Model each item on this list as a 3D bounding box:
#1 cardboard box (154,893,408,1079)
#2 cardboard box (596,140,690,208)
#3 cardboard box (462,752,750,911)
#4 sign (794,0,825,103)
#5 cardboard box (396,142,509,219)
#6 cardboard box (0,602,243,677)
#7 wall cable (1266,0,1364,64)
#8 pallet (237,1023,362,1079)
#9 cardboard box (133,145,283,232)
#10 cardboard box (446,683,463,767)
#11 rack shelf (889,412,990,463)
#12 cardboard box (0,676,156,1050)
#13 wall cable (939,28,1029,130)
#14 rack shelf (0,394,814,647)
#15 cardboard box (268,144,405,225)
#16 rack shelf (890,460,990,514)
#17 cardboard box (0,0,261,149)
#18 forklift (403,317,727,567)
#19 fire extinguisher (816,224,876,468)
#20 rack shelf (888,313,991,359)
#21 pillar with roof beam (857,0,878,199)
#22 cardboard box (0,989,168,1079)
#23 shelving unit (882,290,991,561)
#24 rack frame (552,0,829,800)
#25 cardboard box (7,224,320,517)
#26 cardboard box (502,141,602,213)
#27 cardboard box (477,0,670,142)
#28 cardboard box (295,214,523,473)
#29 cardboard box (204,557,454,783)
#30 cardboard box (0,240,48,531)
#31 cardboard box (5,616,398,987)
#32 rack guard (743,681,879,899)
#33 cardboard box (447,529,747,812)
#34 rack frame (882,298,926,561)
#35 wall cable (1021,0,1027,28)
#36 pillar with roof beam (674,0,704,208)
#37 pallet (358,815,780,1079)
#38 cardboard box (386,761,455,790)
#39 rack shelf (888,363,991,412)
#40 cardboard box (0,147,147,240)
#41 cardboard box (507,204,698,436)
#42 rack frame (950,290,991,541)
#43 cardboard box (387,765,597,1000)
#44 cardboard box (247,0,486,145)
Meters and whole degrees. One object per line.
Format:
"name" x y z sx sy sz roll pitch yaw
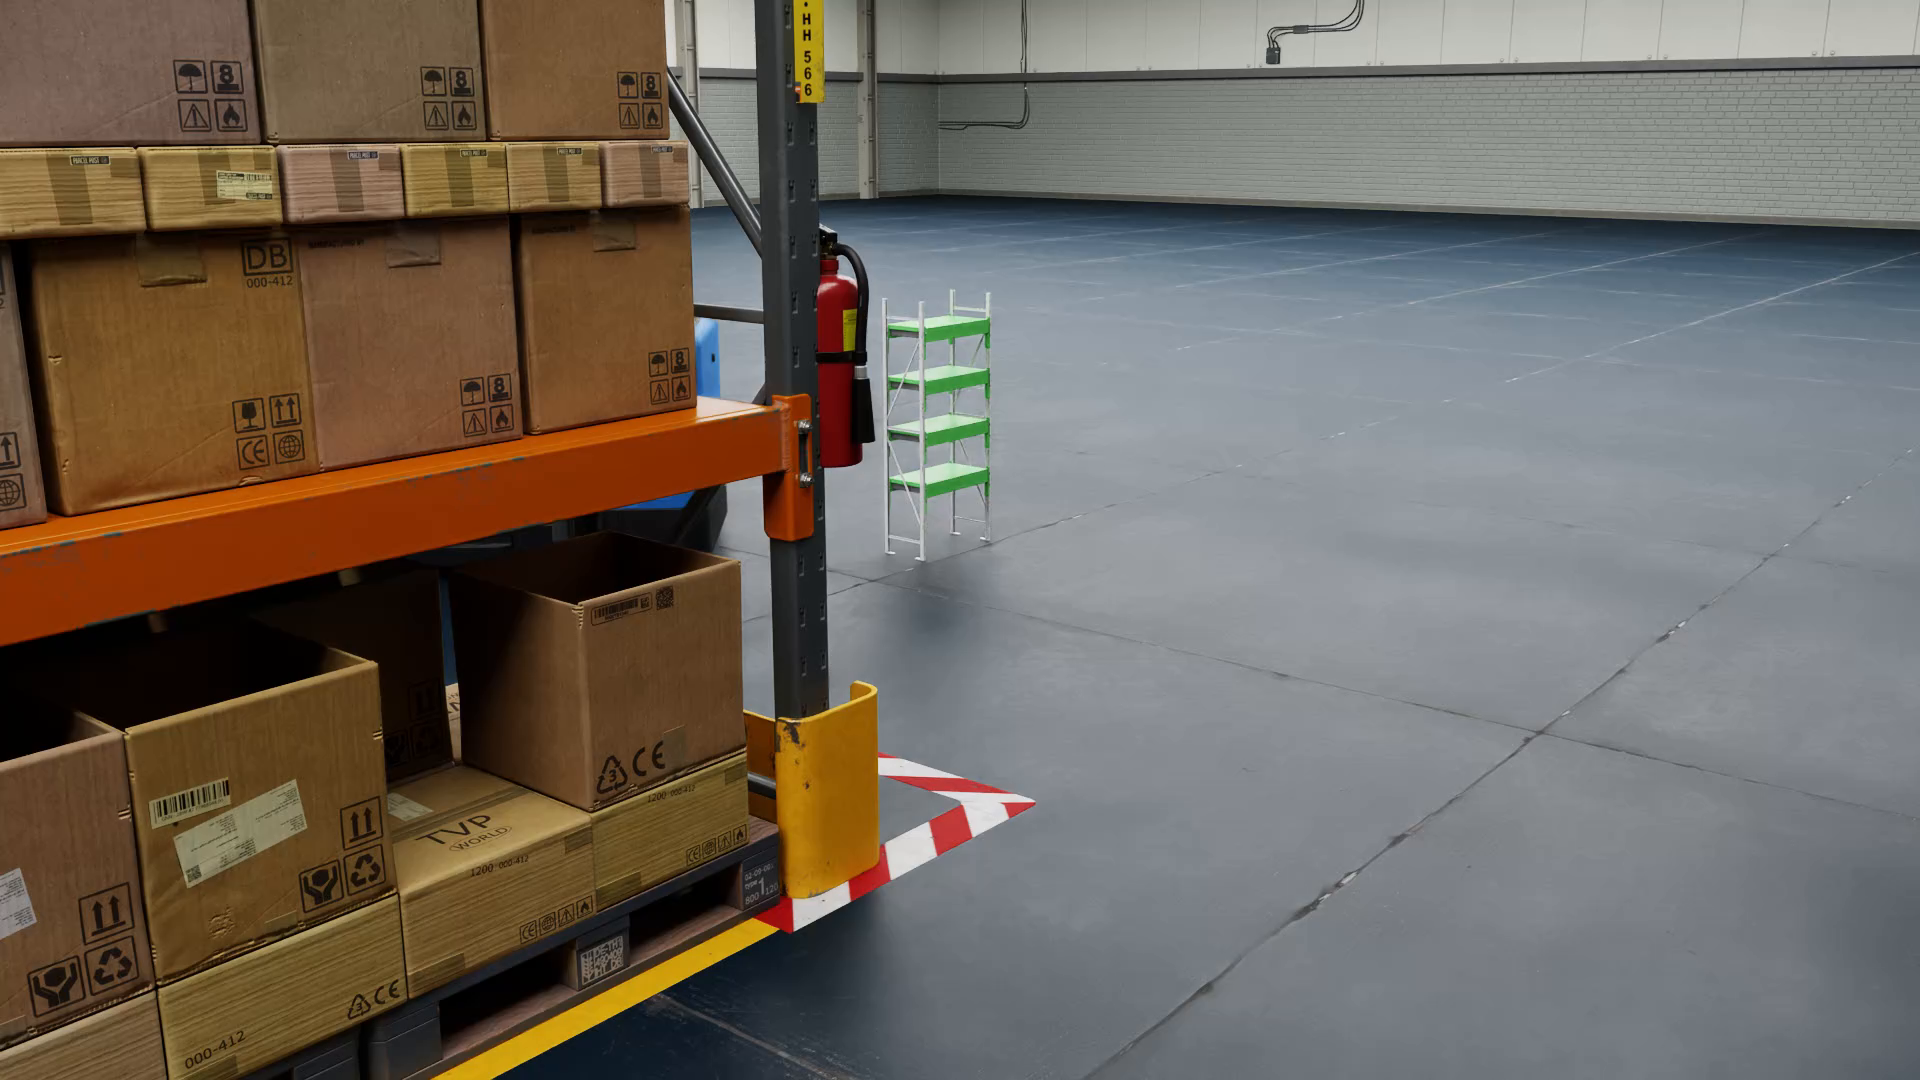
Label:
"cardboard box" -1.500 0.853 3.403 0.500 0.250 0.500 11 18 38
"cardboard box" -0.867 -0.878 3.967 0.380 0.149 0.250 11 18 37
"cardboard box" -0.882 0.660 4.166 0.500 0.250 0.500 11 18 38
"sign" -0.362 -1.207 3.950 0.100 0.325 0.005 11 18 38
"cardboard box" -1.191 -0.779 3.576 0.380 0.149 0.250 11 18 37
"cardboard box" -1.902 0.410 3.626 0.500 0.500 0.500 11 18 38
"wall cable" 7.922 -13.647 36.661 2.305 6.003 0.169 11 18 38
"pallet" -1.990 1.119 3.289 1.003 0.211 1.213 11 18 38
"cardboard box" -1.515 -0.681 3.189 0.380 0.149 0.250 12 19 39
"cardboard box" -1.285 0.579 4.481 0.500 0.250 0.500 11 18 38
"rack shelf" -0.104 -0.488 7.866 0.258 0.148 0.480 11 18 38
"cardboard box" -1.813 0.586 2.933 0.500 0.500 0.500 11 18 38
"wall cable" 0.548 -11.966 43.257 3.097 2.526 0.112 11 18 38
"rack shelf" -2.032 0.114 3.044 1.077 0.370 4.000 11 18 38
"cardboard box" -1.351 -0.731 3.387 0.380 0.149 0.250 12 18 38
"rack shelf" -0.104 -0.255 7.925 0.258 0.148 0.480 11 18 38
"cardboard box" -1.754 -0.999 3.127 0.700 0.500 0.500 11 18 38
"forklift" -2.663 -1.366 7.547 3.031 2.935 1.130 -1 14 -3
"fire extinguisher" -0.339 -0.531 4.279 0.296 0.674 0.183 11 18 38
"rack shelf" -0.104 -0.953 7.748 0.258 0.148 0.480 11 18 38
"pillar with roof beam" 1.016 -12.445 38.837 9.100 9.000 0.400 11 18 38
"cardboard box" -1.816 0.949 3.028 0.500 0.250 0.500 11 18 38
"shelving unit" -0.104 -0.550 7.850 0.258 1.200 0.503 11 18 38
"rack frame" -0.775 -0.618 4.463 1.000 3.000 0.127 11 18 38
"cardboard box" -1.721 -0.383 3.337 0.700 0.500 0.500 11 18 38
"cardboard box" -1.030 -0.828 3.769 0.380 0.149 0.250 12 18 39
"cardboard box" -1.111 -1.198 3.907 0.700 0.500 0.500 11 18 38
"cardboard box" -1.405 -0.478 3.708 0.700 0.500 0.500 12 18 39
"cardboard box" -1.598 0.312 4.011 0.500 0.500 0.500 11 18 38
"cardboard box" -2.049 -0.282 2.938 0.700 0.500 0.500 12 19 39
"cardboard box" -1.498 0.490 3.309 0.500 0.500 0.500 11 18 38
"rack guard" -0.760 0.589 4.789 1.175 0.500 0.348 11 18 38
"cardboard box" -0.880 0.297 4.072 0.500 0.500 0.500 11 18 38
"rack frame" -0.257 -0.503 7.666 0.240 1.200 0.015 11 18 38
"wall cable" 2.652 -13.995 40.987 3.097 2.526 0.112 11 18 38
"pillar with roof beam" -2.755 -11.296 34.314 9.100 9.000 0.400 11 18 38
"pallet" -1.223 0.886 4.204 1.003 0.211 1.213 11 18 38
"cardboard box" -1.596 0.676 4.102 0.500 0.250 0.500 11 18 38
"rack shelf" -0.104 -0.721 7.807 0.258 0.148 0.480 11 18 38
"cardboard box" -1.679 -0.630 2.990 0.380 0.149 0.250 12 18 39
"cardboard box" -1.078 -0.579 4.107 0.700 0.500 0.500 11 18 38
"rack frame" 0.049 -0.597 8.034 0.240 1.200 0.015 11 18 38
"cardboard box" -1.187 0.757 3.781 0.500 0.250 0.500 11 18 38
"cardboard box" -1.438 -1.096 3.507 0.700 0.500 0.500 11 18 36
